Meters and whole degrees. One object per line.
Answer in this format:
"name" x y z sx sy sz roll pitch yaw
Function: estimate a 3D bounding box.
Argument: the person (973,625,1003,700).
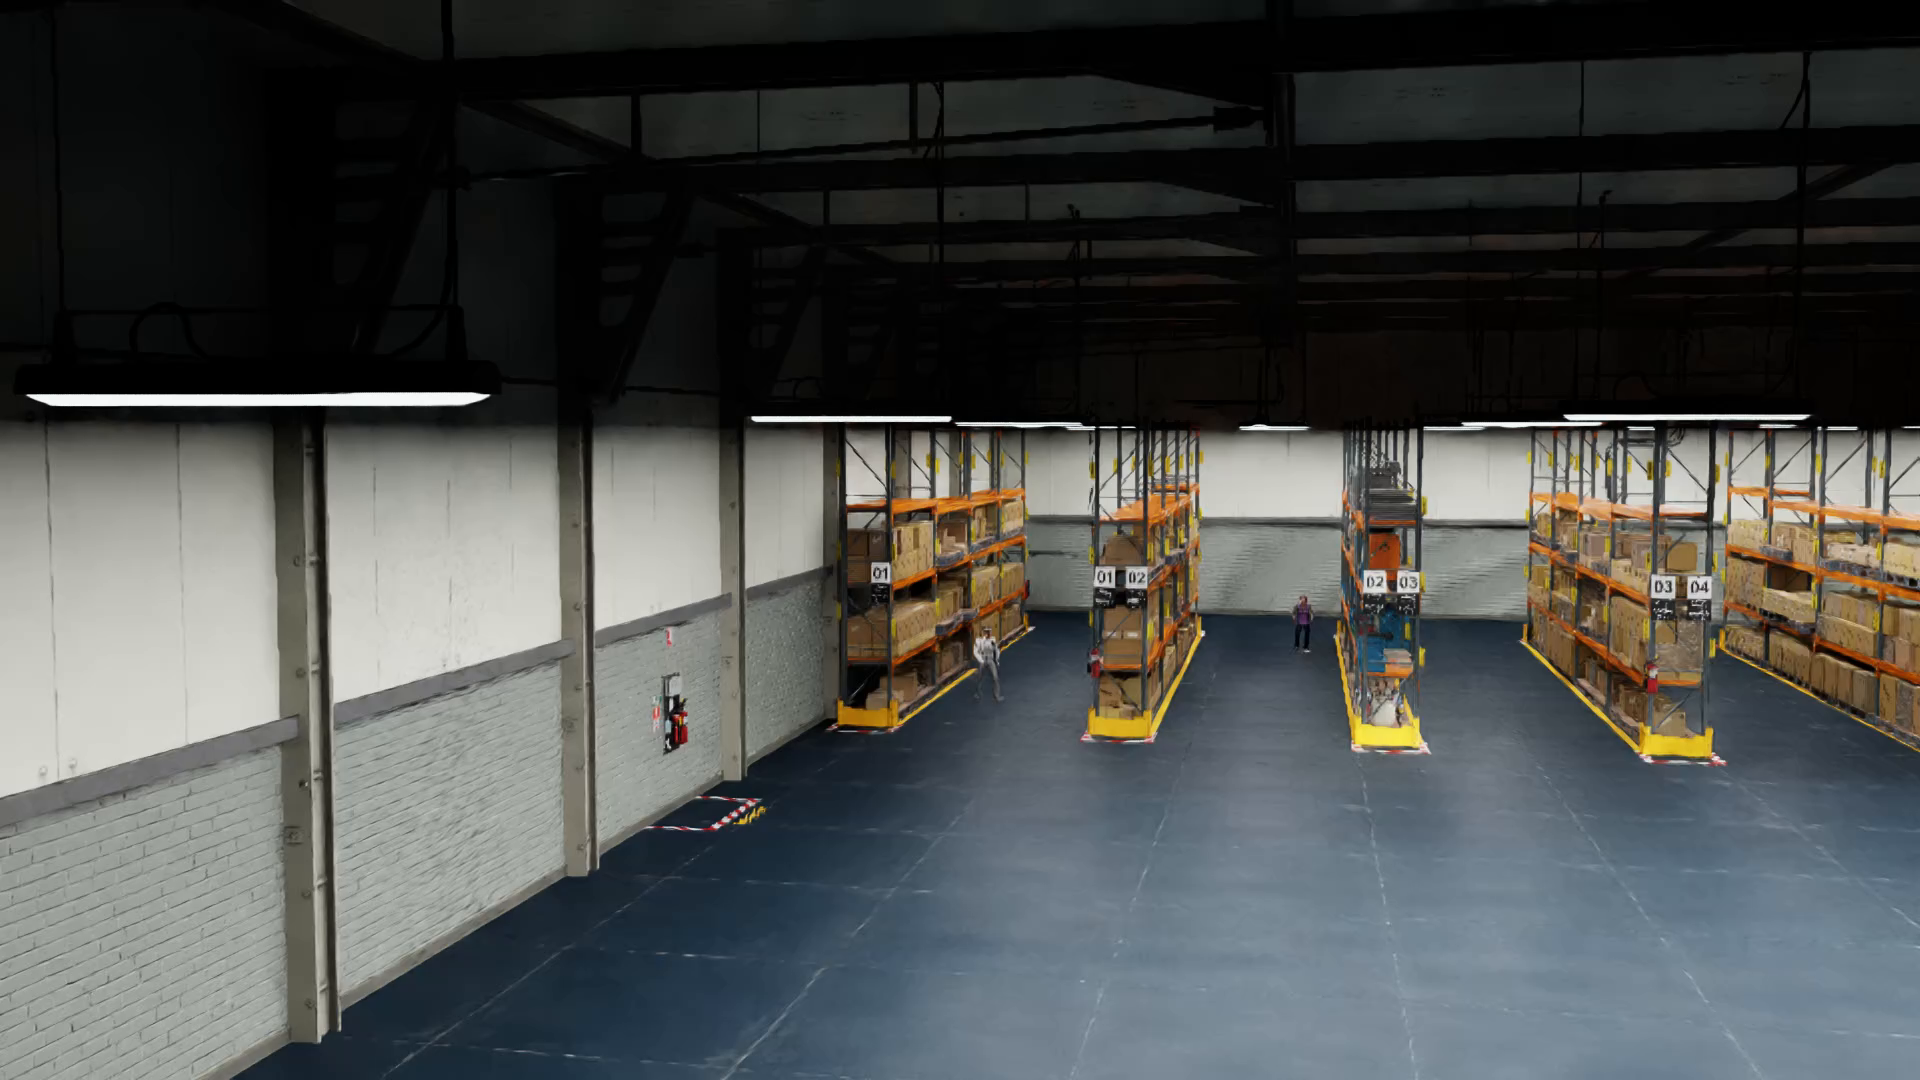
"person" 0.568 2.602 35.562 0.634 1.606 0.798 0 4 -7

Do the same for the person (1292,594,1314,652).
"person" 8.897 2.160 43.163 0.566 1.541 0.519 1 4 10
